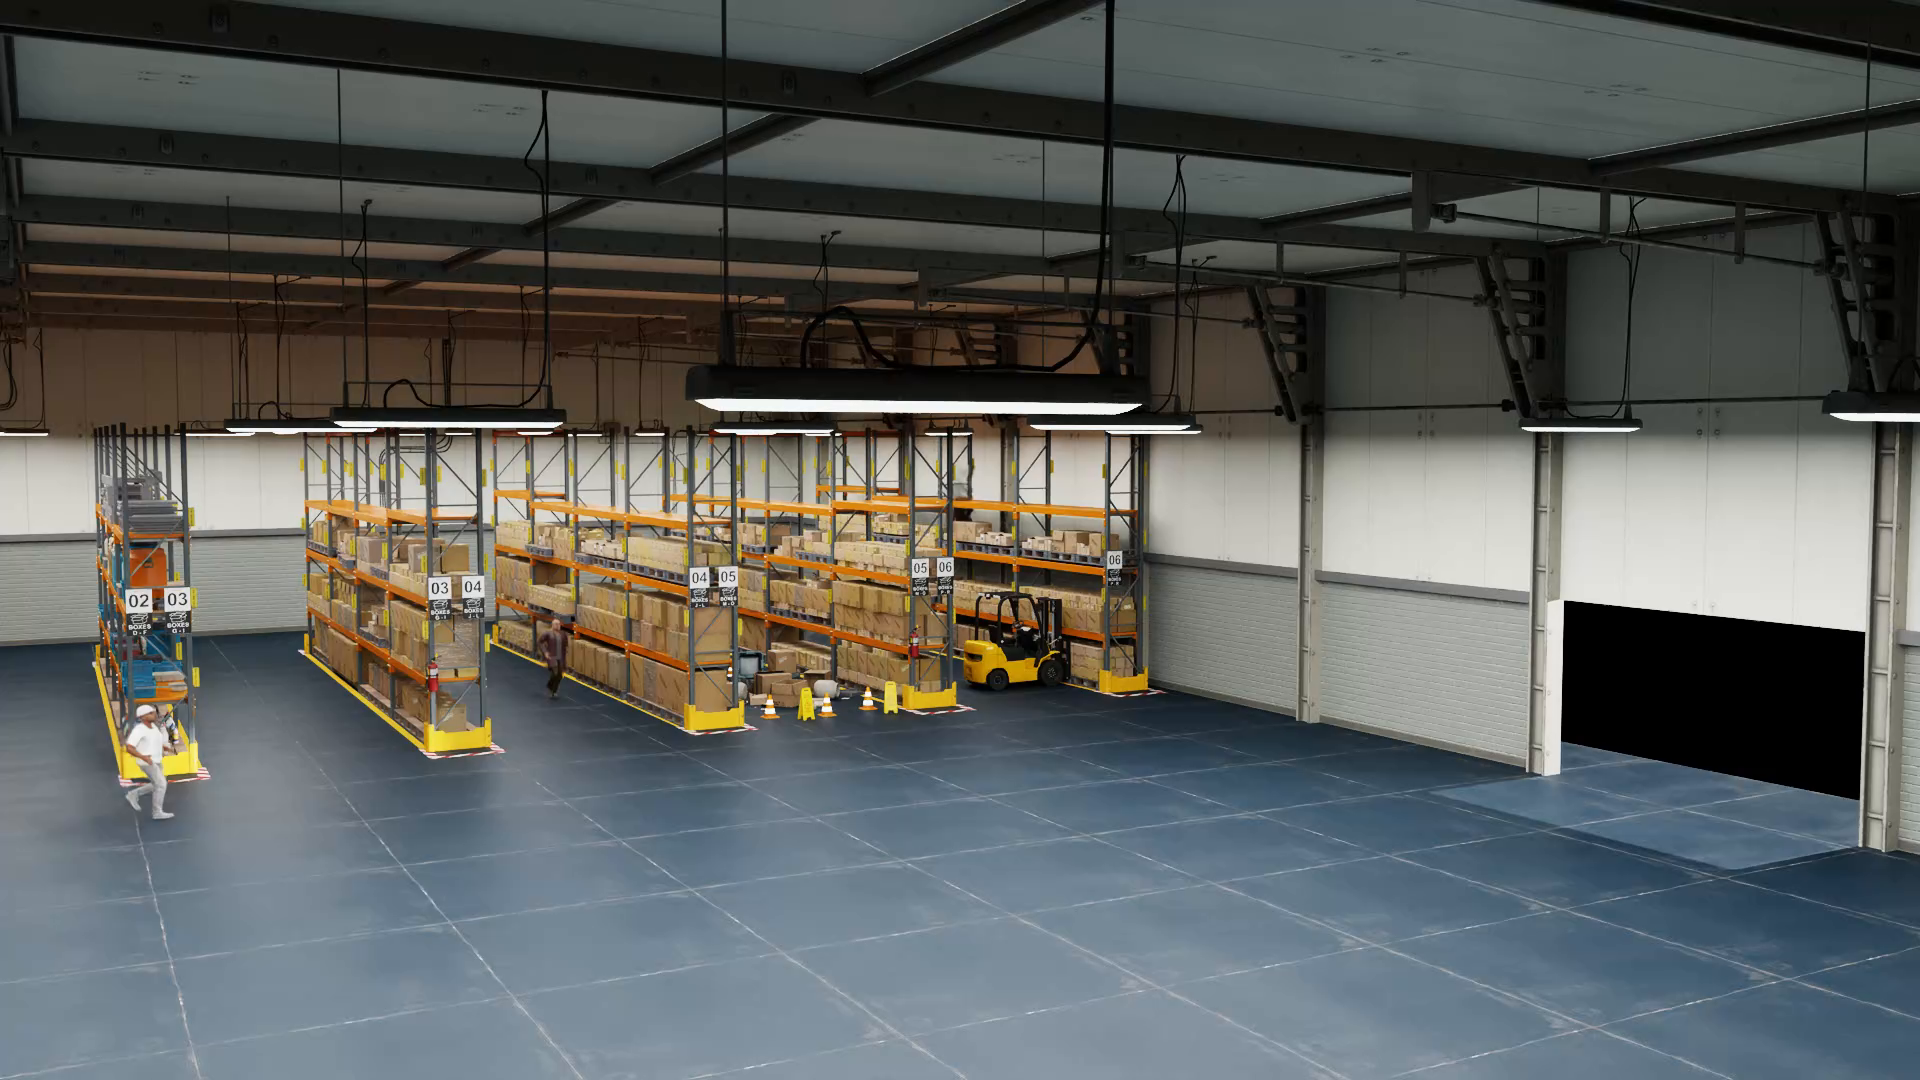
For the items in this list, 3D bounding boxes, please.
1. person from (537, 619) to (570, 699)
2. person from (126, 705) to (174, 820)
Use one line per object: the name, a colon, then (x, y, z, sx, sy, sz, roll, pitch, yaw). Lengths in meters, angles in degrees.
person: (-8.883, 2.627, 36.607, 0.680, 1.751, 0.696, -3, 5, -41)
person: (-12.238, 3.343, 25.036, 0.753, 1.726, 0.707, 0, 3, -1)
